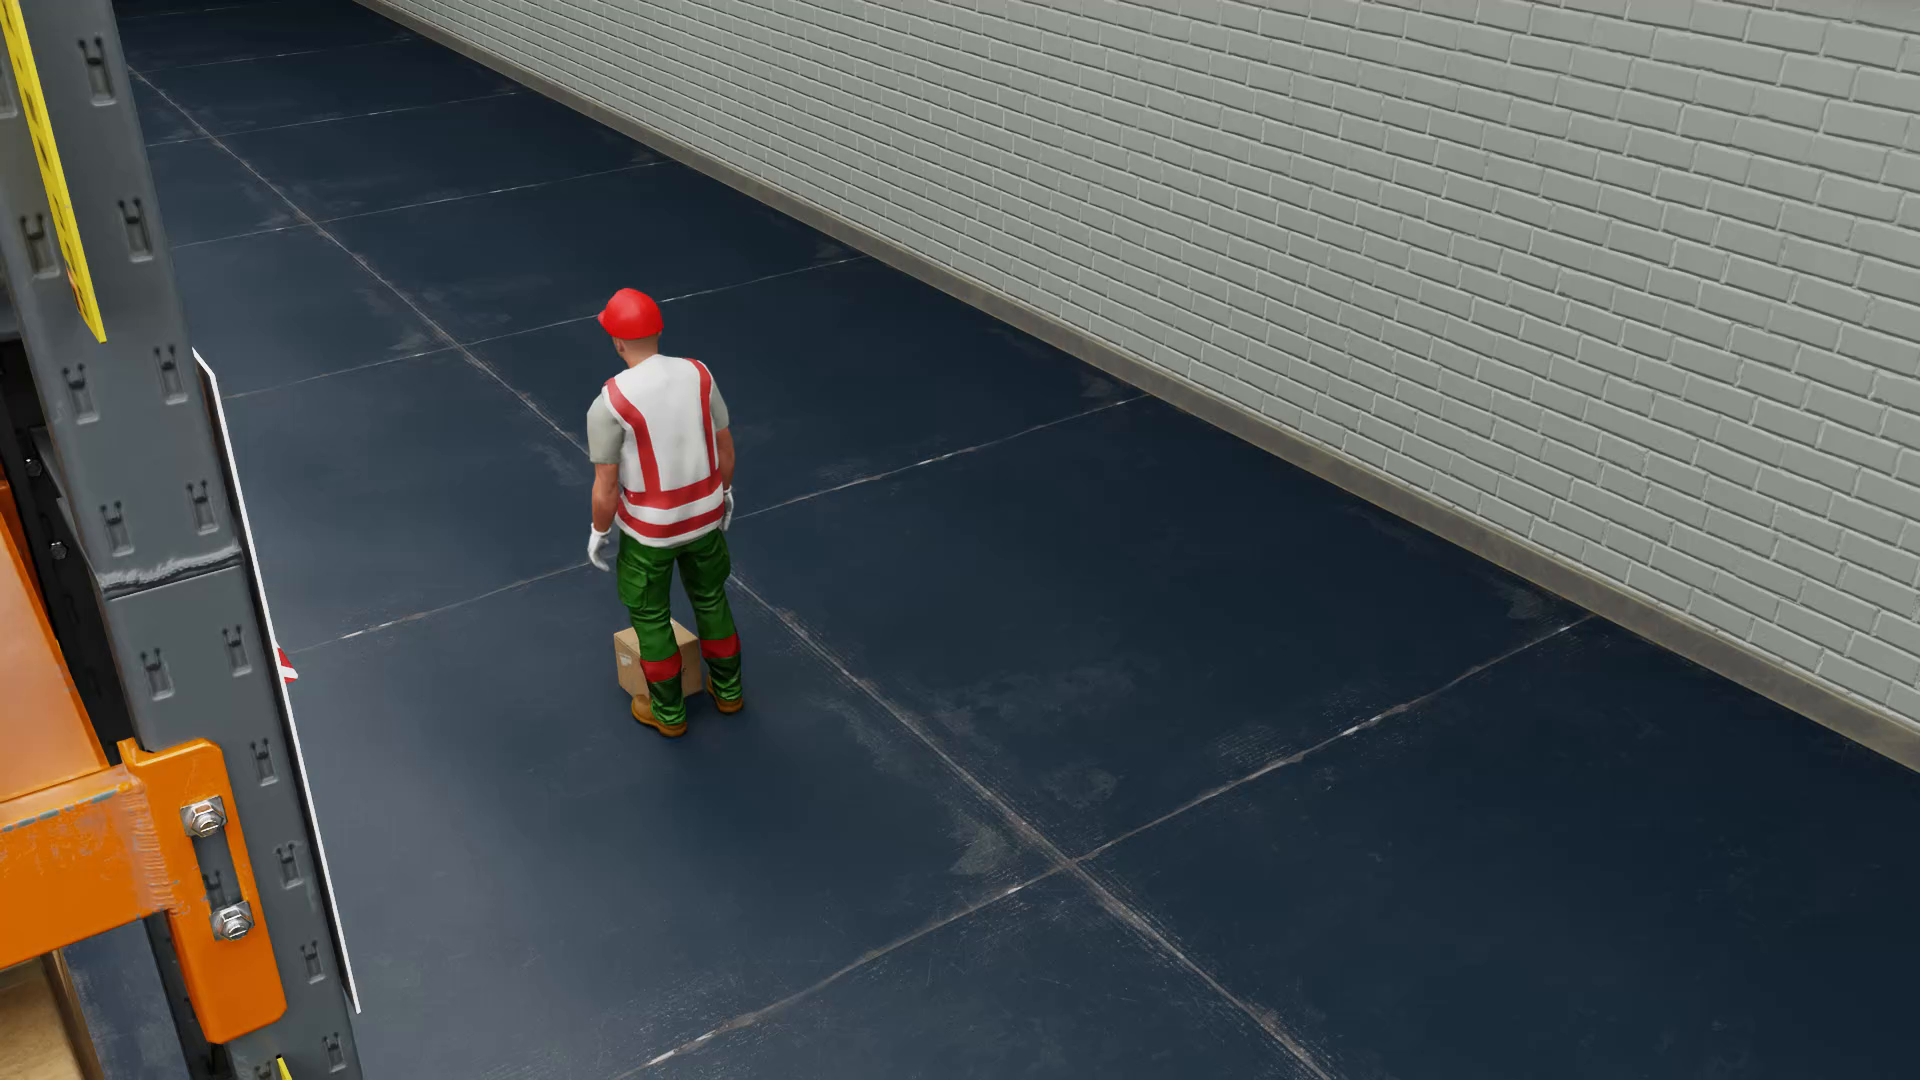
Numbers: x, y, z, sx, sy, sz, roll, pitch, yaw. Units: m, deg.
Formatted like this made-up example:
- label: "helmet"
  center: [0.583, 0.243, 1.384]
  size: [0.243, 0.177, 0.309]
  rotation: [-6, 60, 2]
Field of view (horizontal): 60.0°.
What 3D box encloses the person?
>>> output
- label: "person"
  center: [-1.112, -0.083, 6.259]
  size: [0.623, 1.780, 0.447]
  rotation: [-20, 34, -33]
